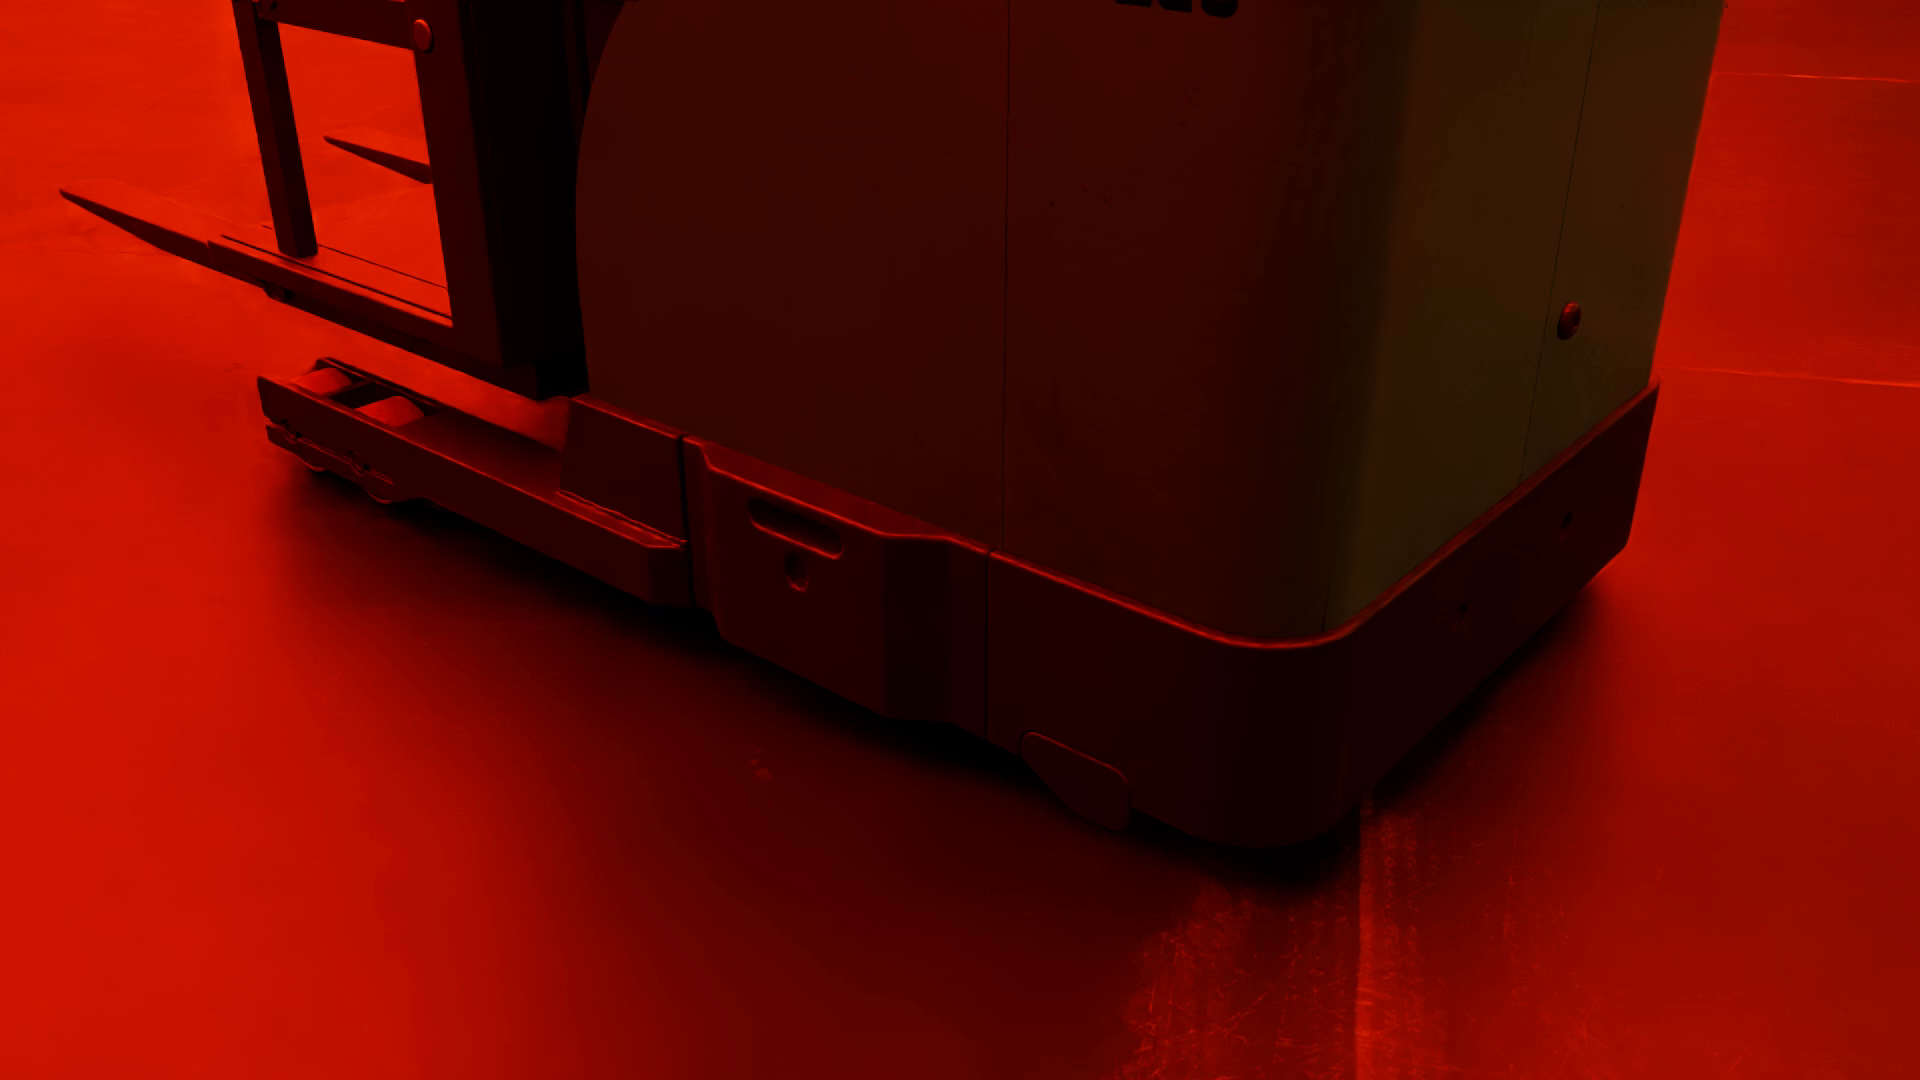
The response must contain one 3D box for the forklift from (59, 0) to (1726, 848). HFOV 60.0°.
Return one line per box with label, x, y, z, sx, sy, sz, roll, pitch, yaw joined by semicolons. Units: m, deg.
forklift;-0.505;-1.526;2.270;3.031;2.935;1.130;21;33;35
